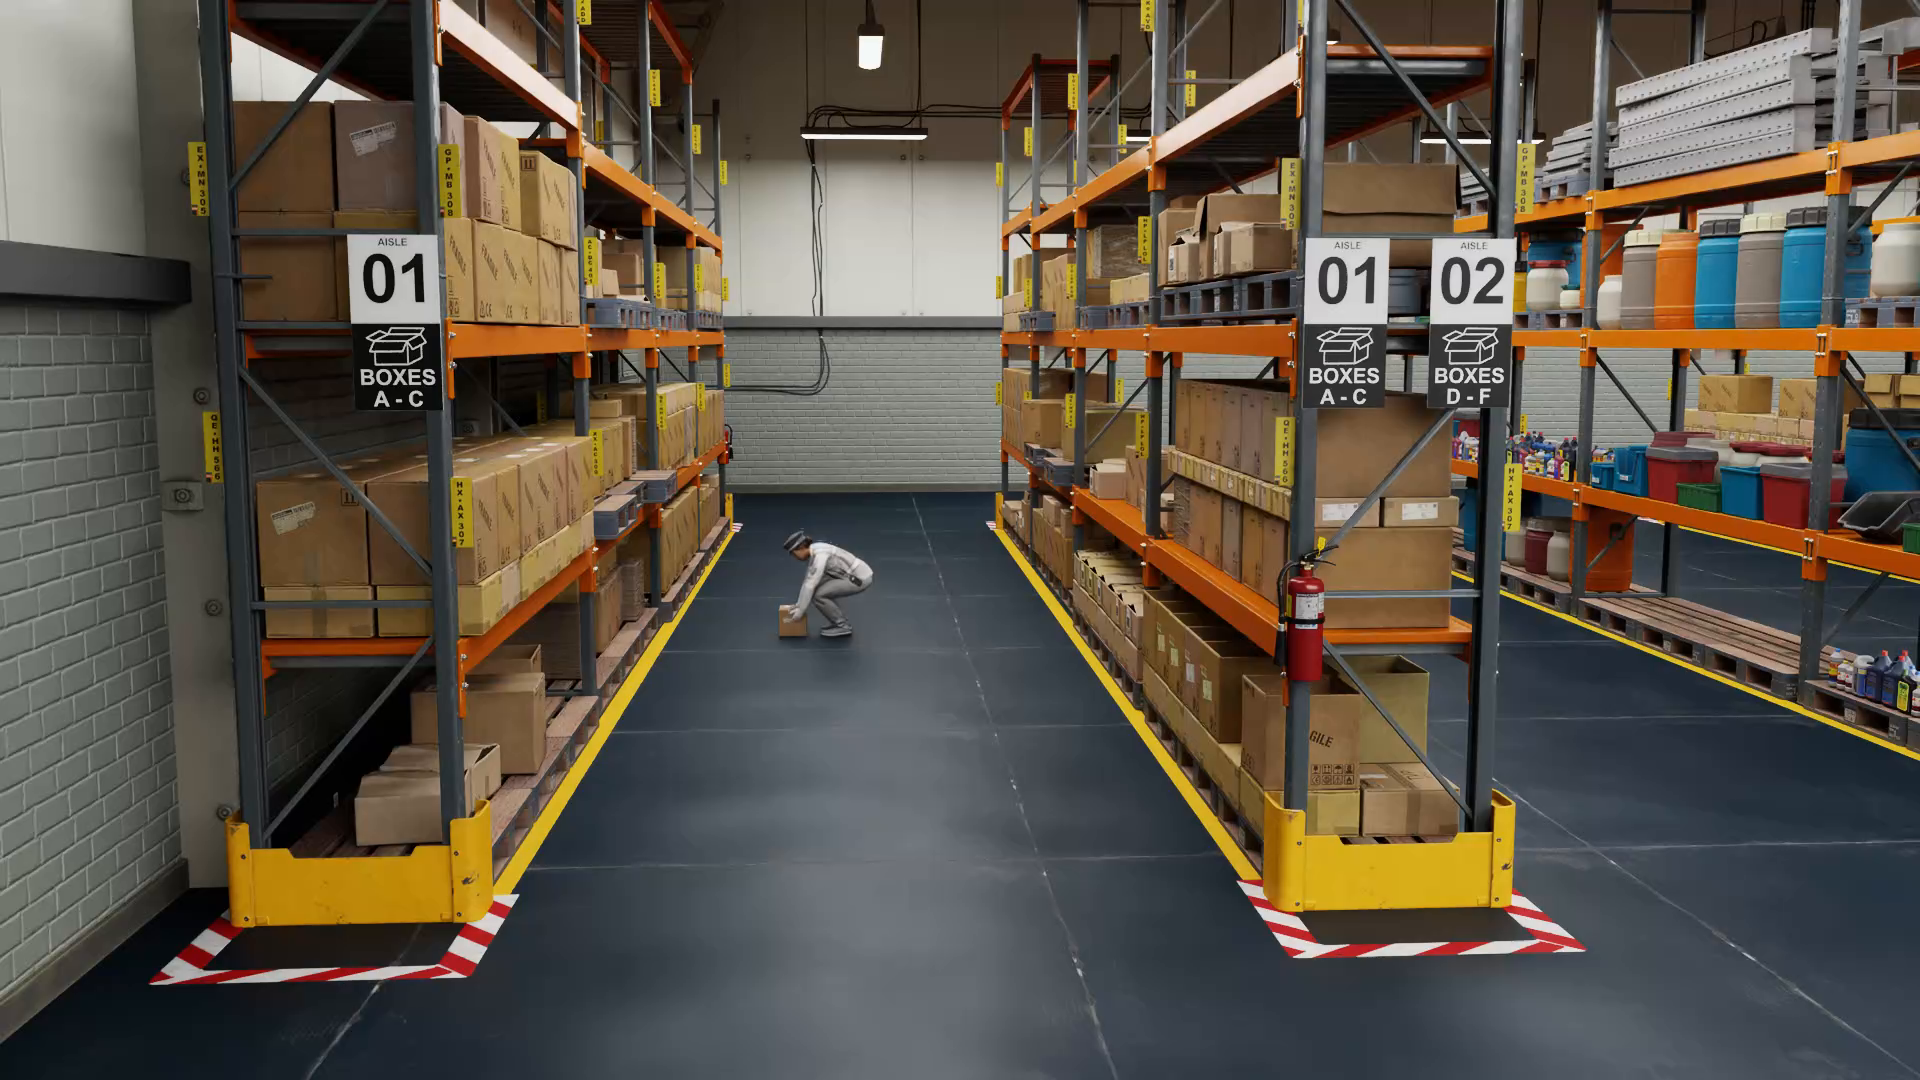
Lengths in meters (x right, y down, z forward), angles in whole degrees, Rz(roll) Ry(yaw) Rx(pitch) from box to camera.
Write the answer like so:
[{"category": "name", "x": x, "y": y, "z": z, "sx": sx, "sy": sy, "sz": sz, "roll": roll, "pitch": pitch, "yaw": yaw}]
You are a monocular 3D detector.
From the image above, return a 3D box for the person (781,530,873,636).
[{"category": "person", "x": -1.226, "y": 0.392, "z": 15.370, "sx": 0.843, "sy": 0.985, "sz": 0.489, "roll": 0, "pitch": 7, "yaw": -4}]
